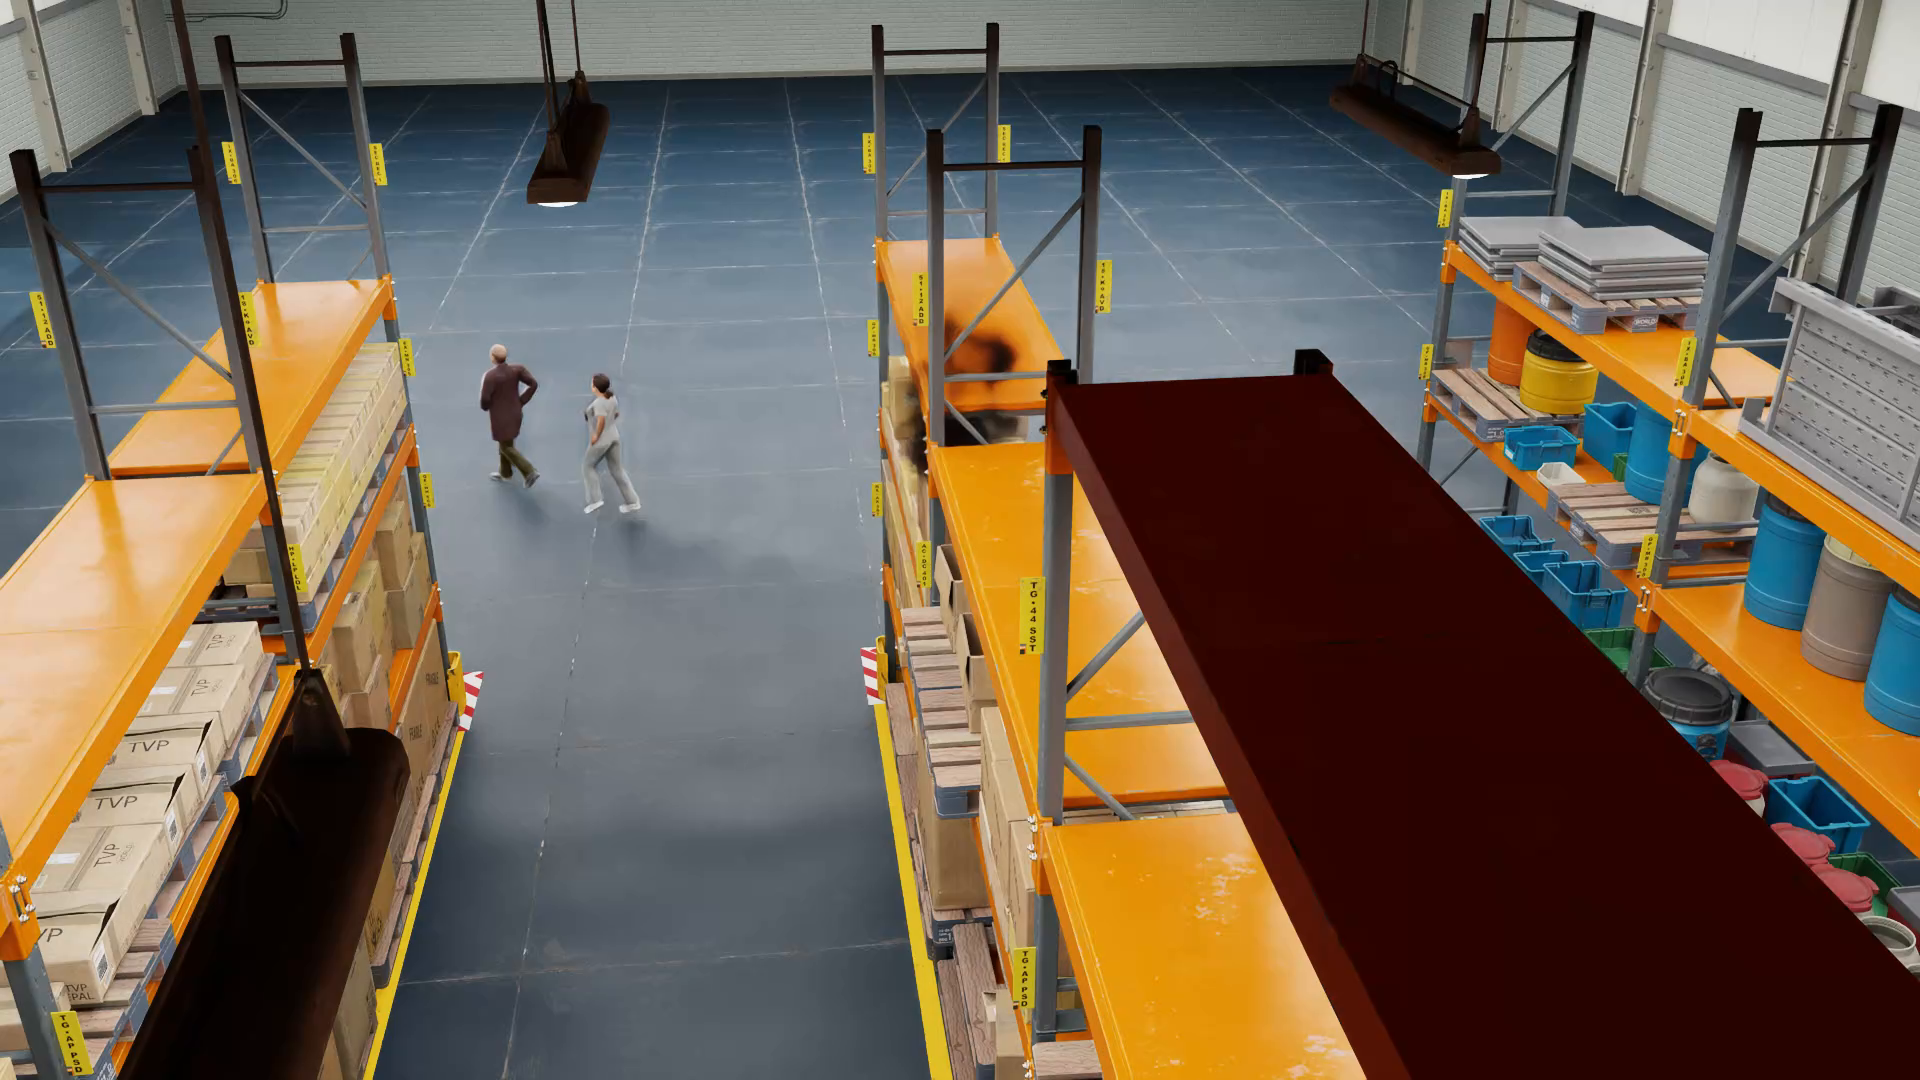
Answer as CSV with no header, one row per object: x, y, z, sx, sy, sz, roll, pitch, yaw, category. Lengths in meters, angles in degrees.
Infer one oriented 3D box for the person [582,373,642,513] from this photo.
-3.973,-1.050,18.774,0.784,1.726,0.551,15,29,29,person

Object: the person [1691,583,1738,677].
6.534,0.976,14.384,0.642,1.846,0.774,-6,26,-13,person

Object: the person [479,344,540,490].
-5.275,-1.427,19.431,1.000,1.774,0.714,18,31,33,person
